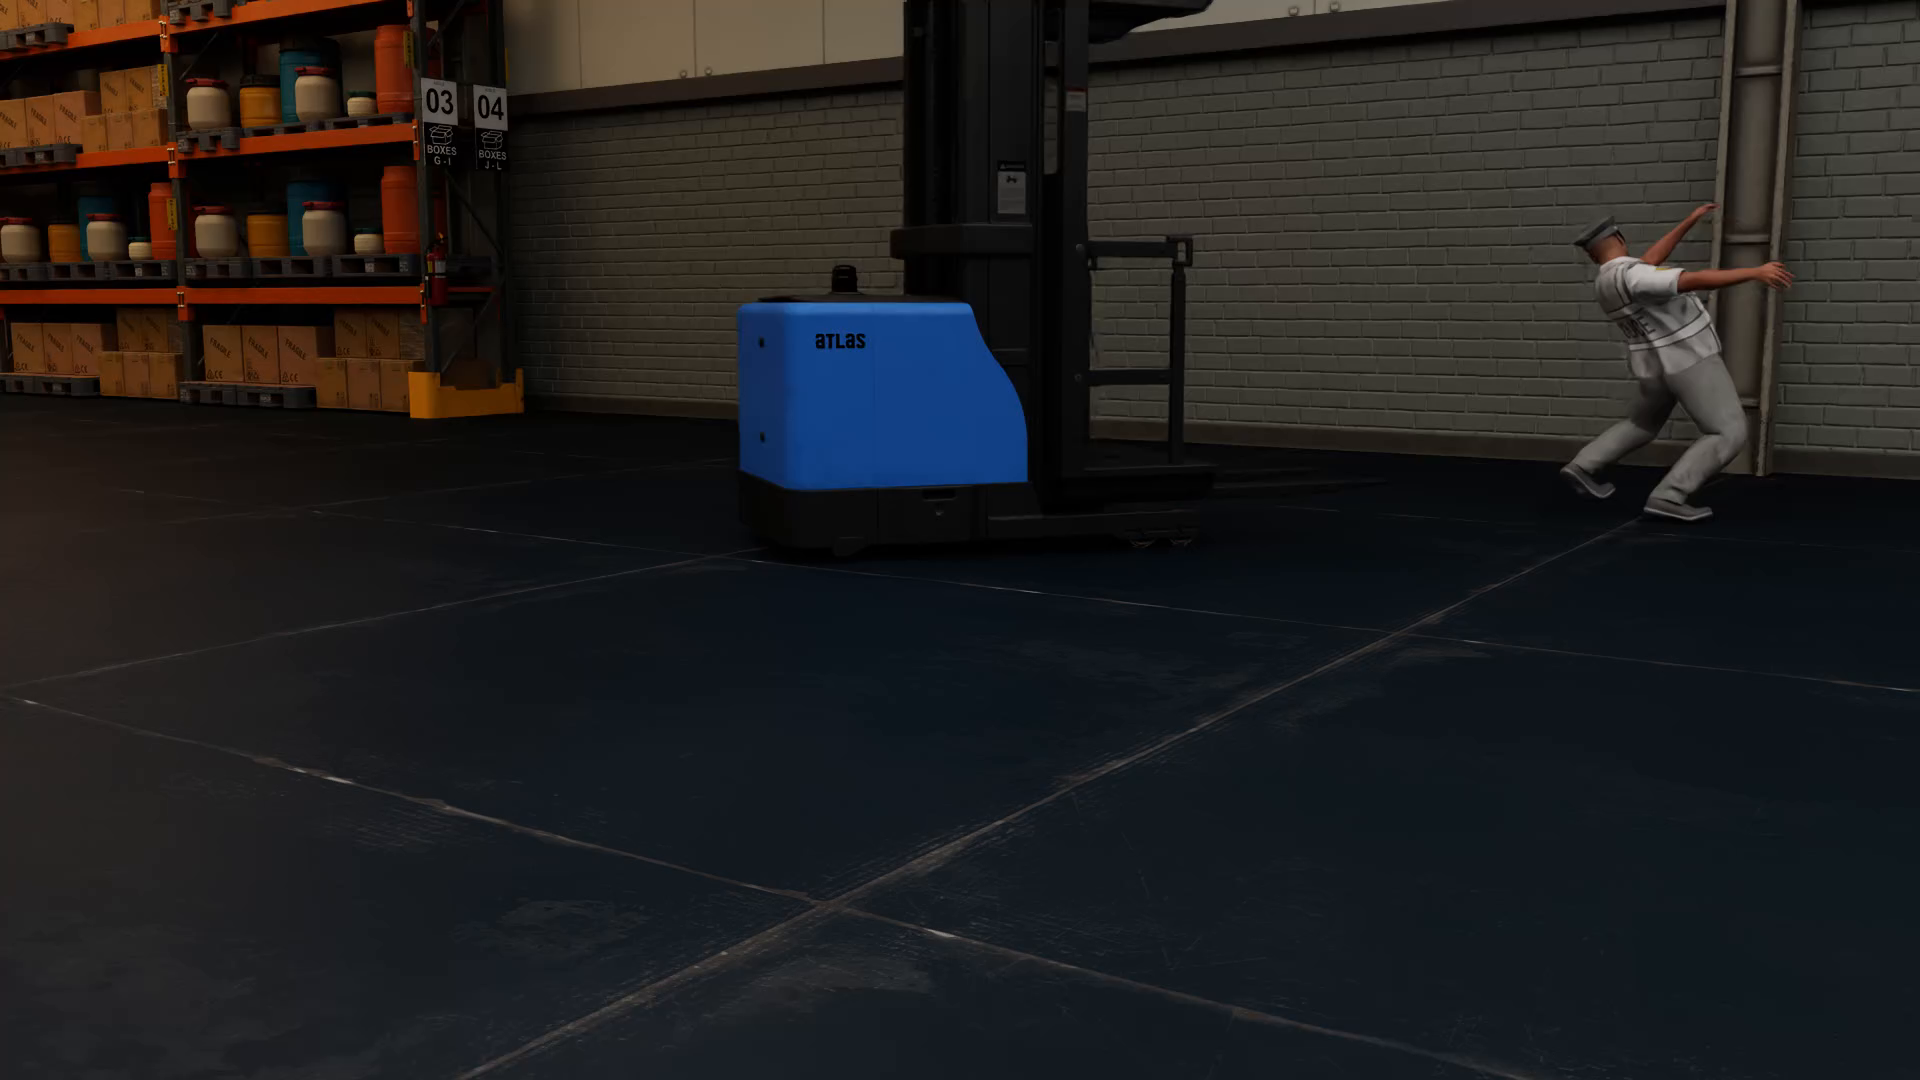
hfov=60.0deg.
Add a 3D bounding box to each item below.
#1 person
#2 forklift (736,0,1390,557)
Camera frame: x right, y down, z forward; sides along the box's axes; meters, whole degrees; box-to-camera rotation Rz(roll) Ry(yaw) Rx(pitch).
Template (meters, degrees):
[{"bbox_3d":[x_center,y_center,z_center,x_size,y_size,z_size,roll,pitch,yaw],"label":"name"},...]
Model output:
[{"bbox_3d":[3.517,-0.872,8.141,0.759,1.558,1.086,-2,8,-15],"label":"person"},{"bbox_3d":[0.539,-1.484,7.625,3.031,2.935,1.130,-3,9,-20],"label":"forklift"}]
